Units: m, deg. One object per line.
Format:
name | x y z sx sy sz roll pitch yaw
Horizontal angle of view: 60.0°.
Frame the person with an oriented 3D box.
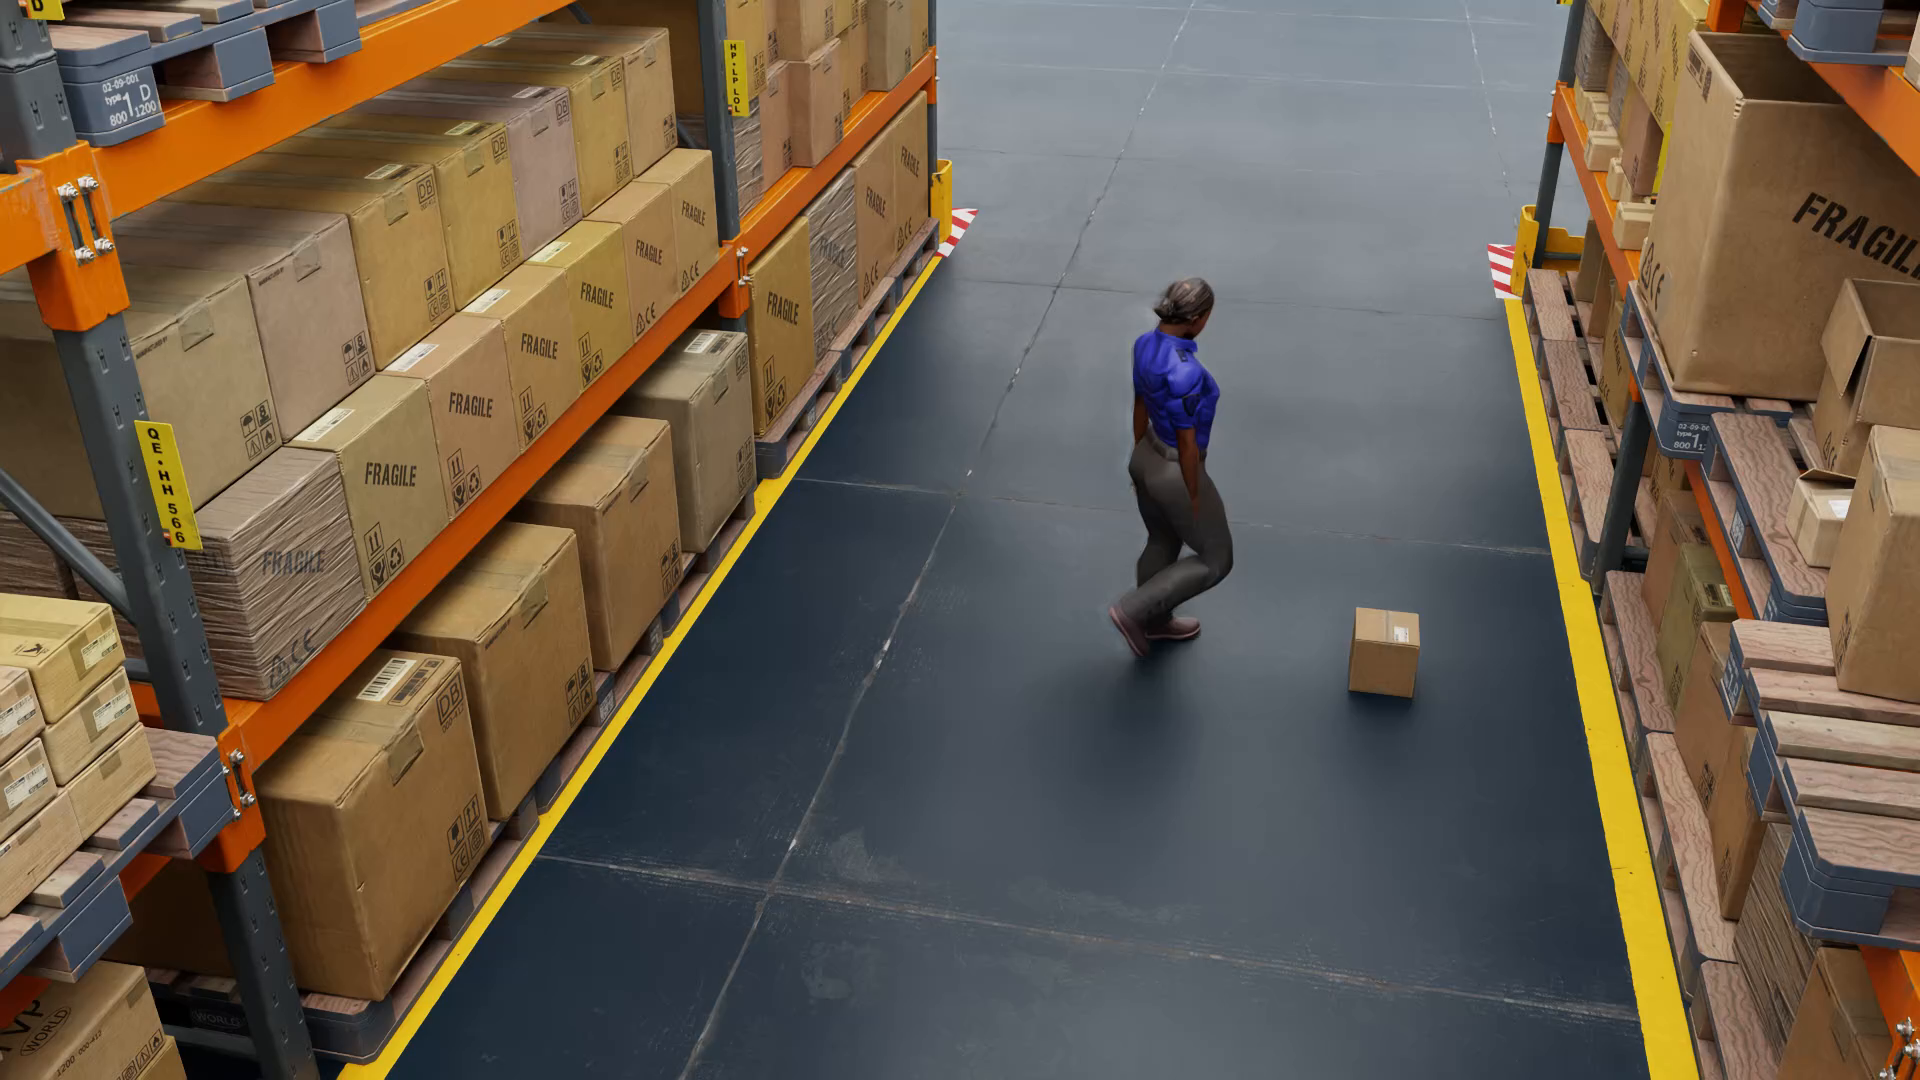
person | 0.814 -0.249 6.562 0.505 1.650 0.461 -8 30 -14
